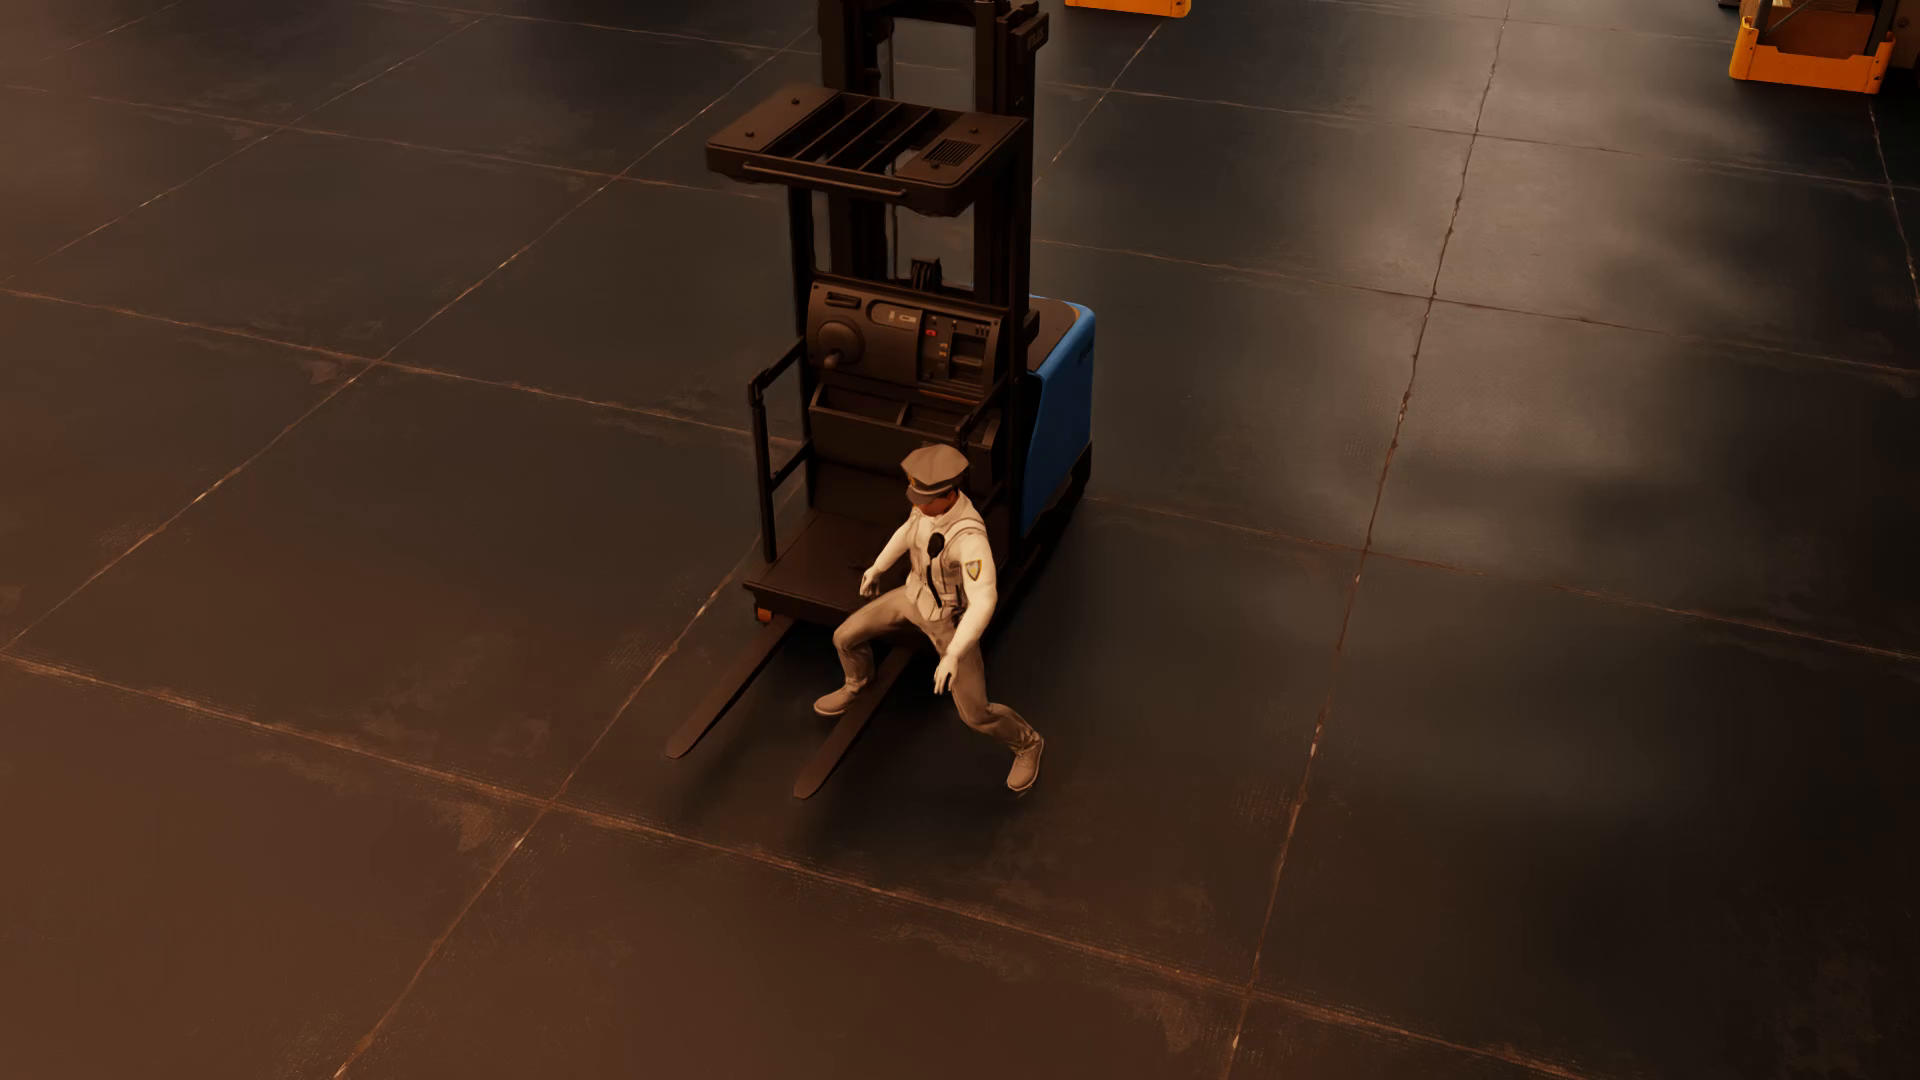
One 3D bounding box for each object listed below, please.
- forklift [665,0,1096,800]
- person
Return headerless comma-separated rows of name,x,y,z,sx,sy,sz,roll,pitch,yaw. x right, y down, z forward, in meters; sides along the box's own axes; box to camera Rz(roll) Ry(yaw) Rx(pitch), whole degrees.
forklift,-0.340,-0.837,7.292,1.130,2.935,3.031,14,38,19
person,-0.100,0.314,6.883,0.794,1.554,0.922,-19,39,-24
